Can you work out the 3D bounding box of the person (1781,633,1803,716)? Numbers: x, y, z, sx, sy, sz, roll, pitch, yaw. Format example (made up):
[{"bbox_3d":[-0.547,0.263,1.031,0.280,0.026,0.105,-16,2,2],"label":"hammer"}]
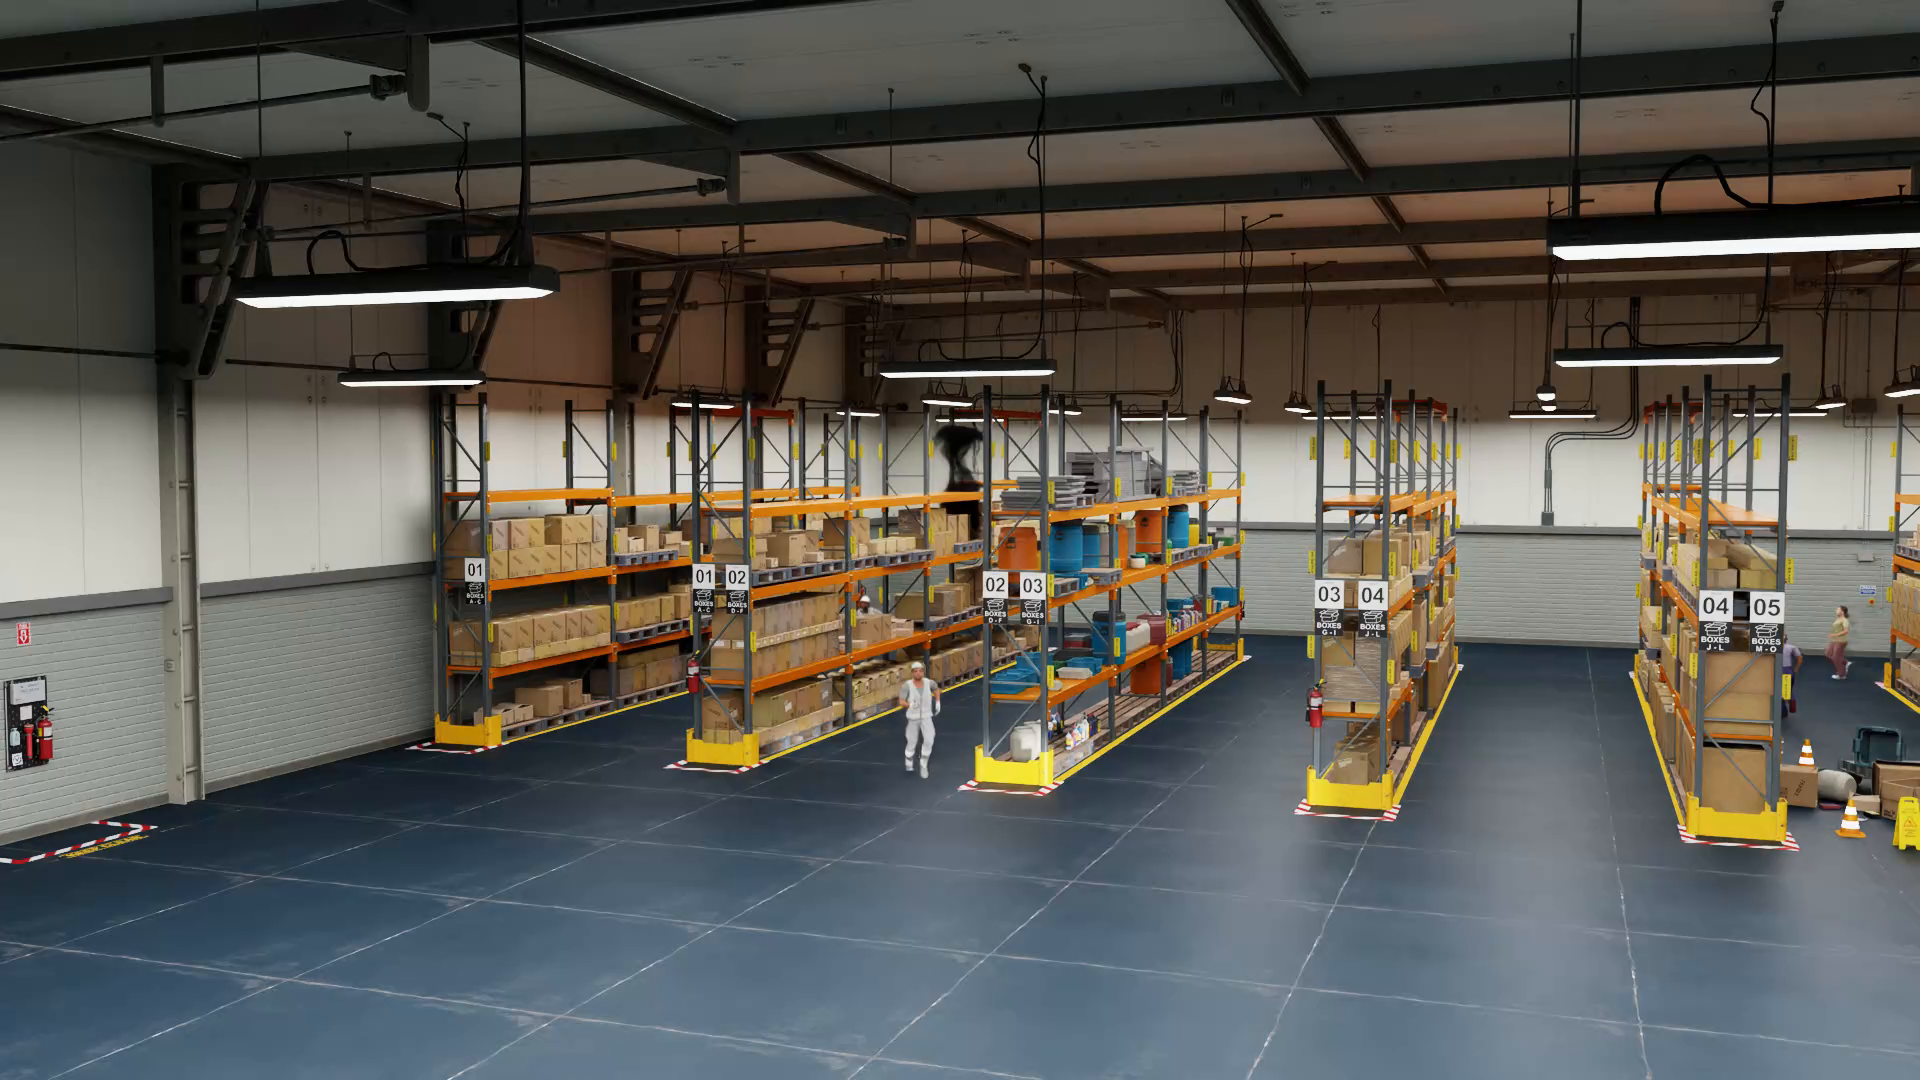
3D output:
[{"bbox_3d":[15.532,2.523,31.437,0.605,1.604,0.595,0,3,6],"label":"person"}]

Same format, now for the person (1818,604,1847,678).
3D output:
[{"bbox_3d":[19.201,2.223,36.565,0.586,1.627,0.559,0,3,9],"label":"person"}]

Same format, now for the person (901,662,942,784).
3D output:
[{"bbox_3d":[-0.590,2.758,25.370,0.672,1.830,0.919,-1,3,-11],"label":"person"}]

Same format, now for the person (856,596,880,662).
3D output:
[{"bbox_3d":[-2.103,2.146,37.187,0.677,1.819,0.909,1,3,12],"label":"person"}]
